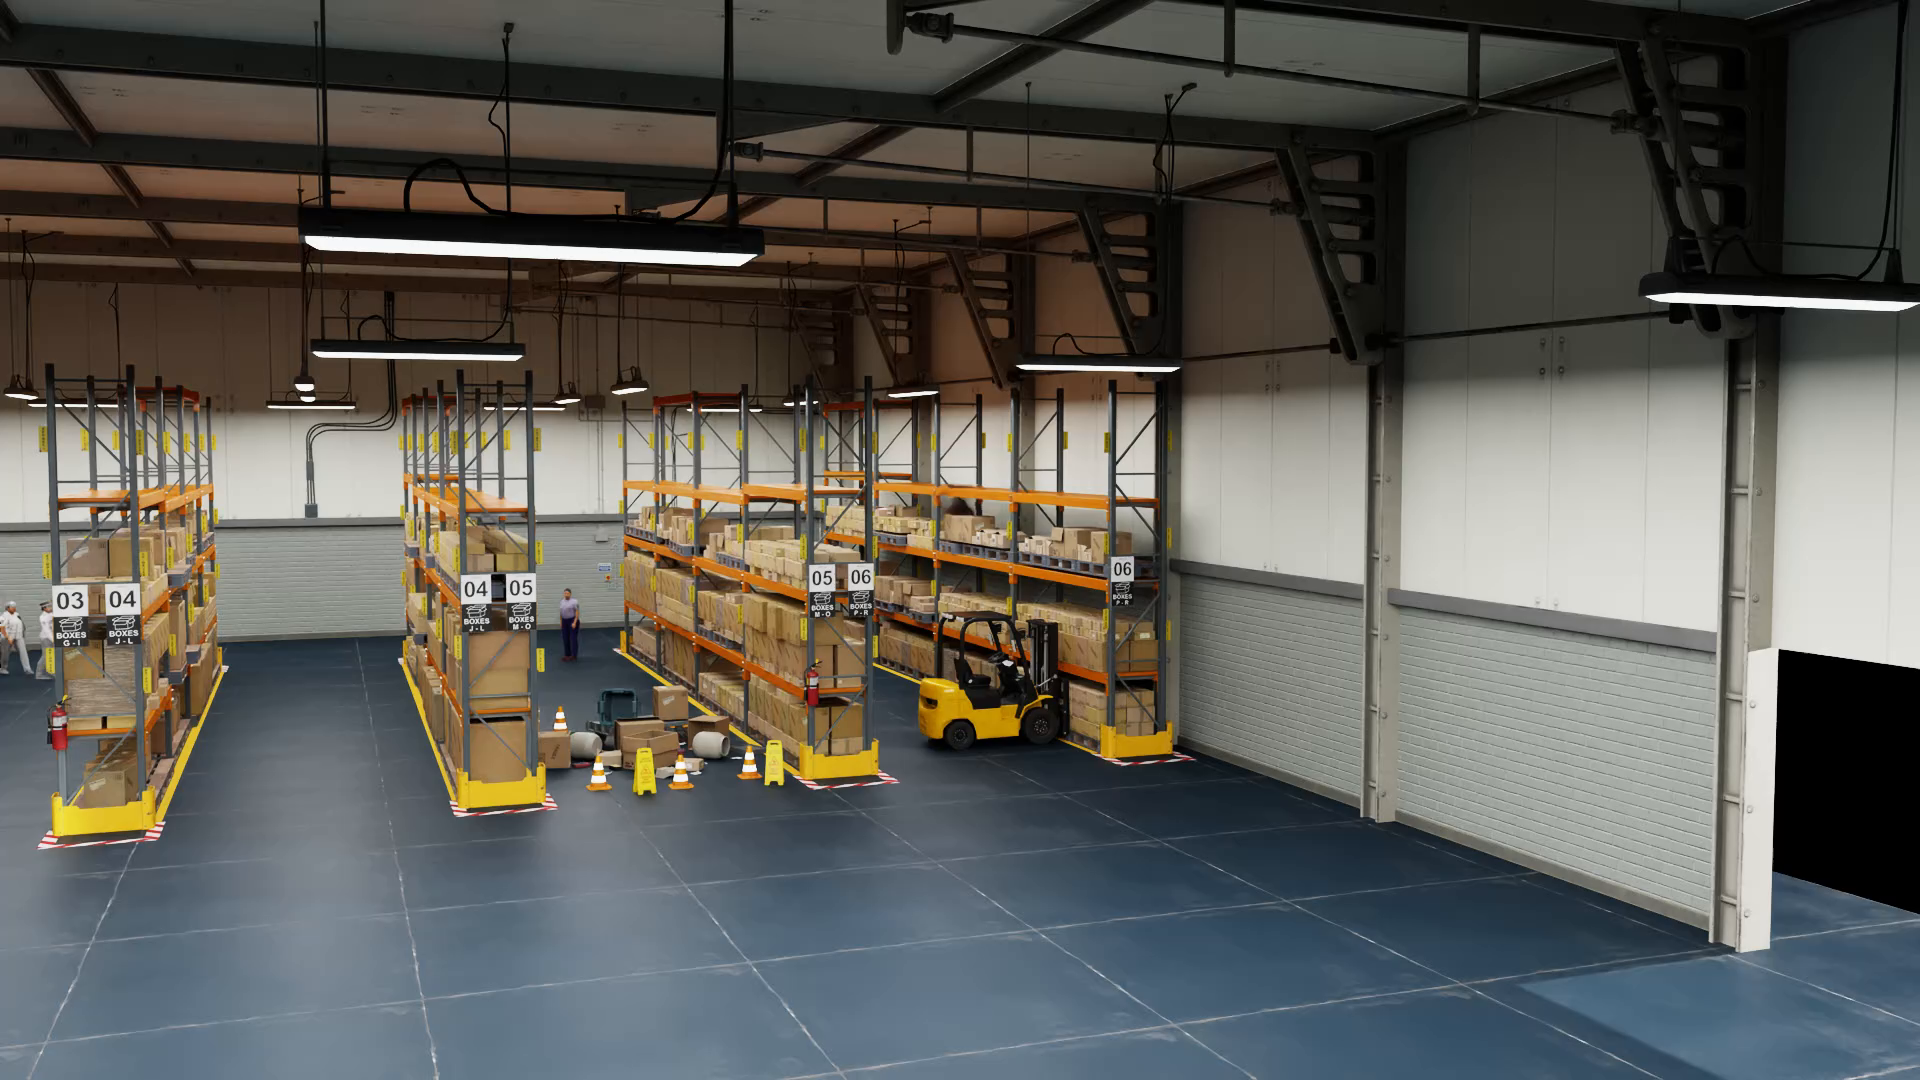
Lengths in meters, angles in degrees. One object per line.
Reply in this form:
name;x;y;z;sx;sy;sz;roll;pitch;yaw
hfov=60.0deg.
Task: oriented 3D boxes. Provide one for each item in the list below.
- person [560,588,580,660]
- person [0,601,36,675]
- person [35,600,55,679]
person;-9.013;1.938;38.318;0.496;1.668;0.408;1;4;21
person;-20.273;2.096;35.605;1.076;1.581;0.528;3;4;42
person;-19.207;2.136;35.106;0.606;1.737;0.528;-2;4;-33
